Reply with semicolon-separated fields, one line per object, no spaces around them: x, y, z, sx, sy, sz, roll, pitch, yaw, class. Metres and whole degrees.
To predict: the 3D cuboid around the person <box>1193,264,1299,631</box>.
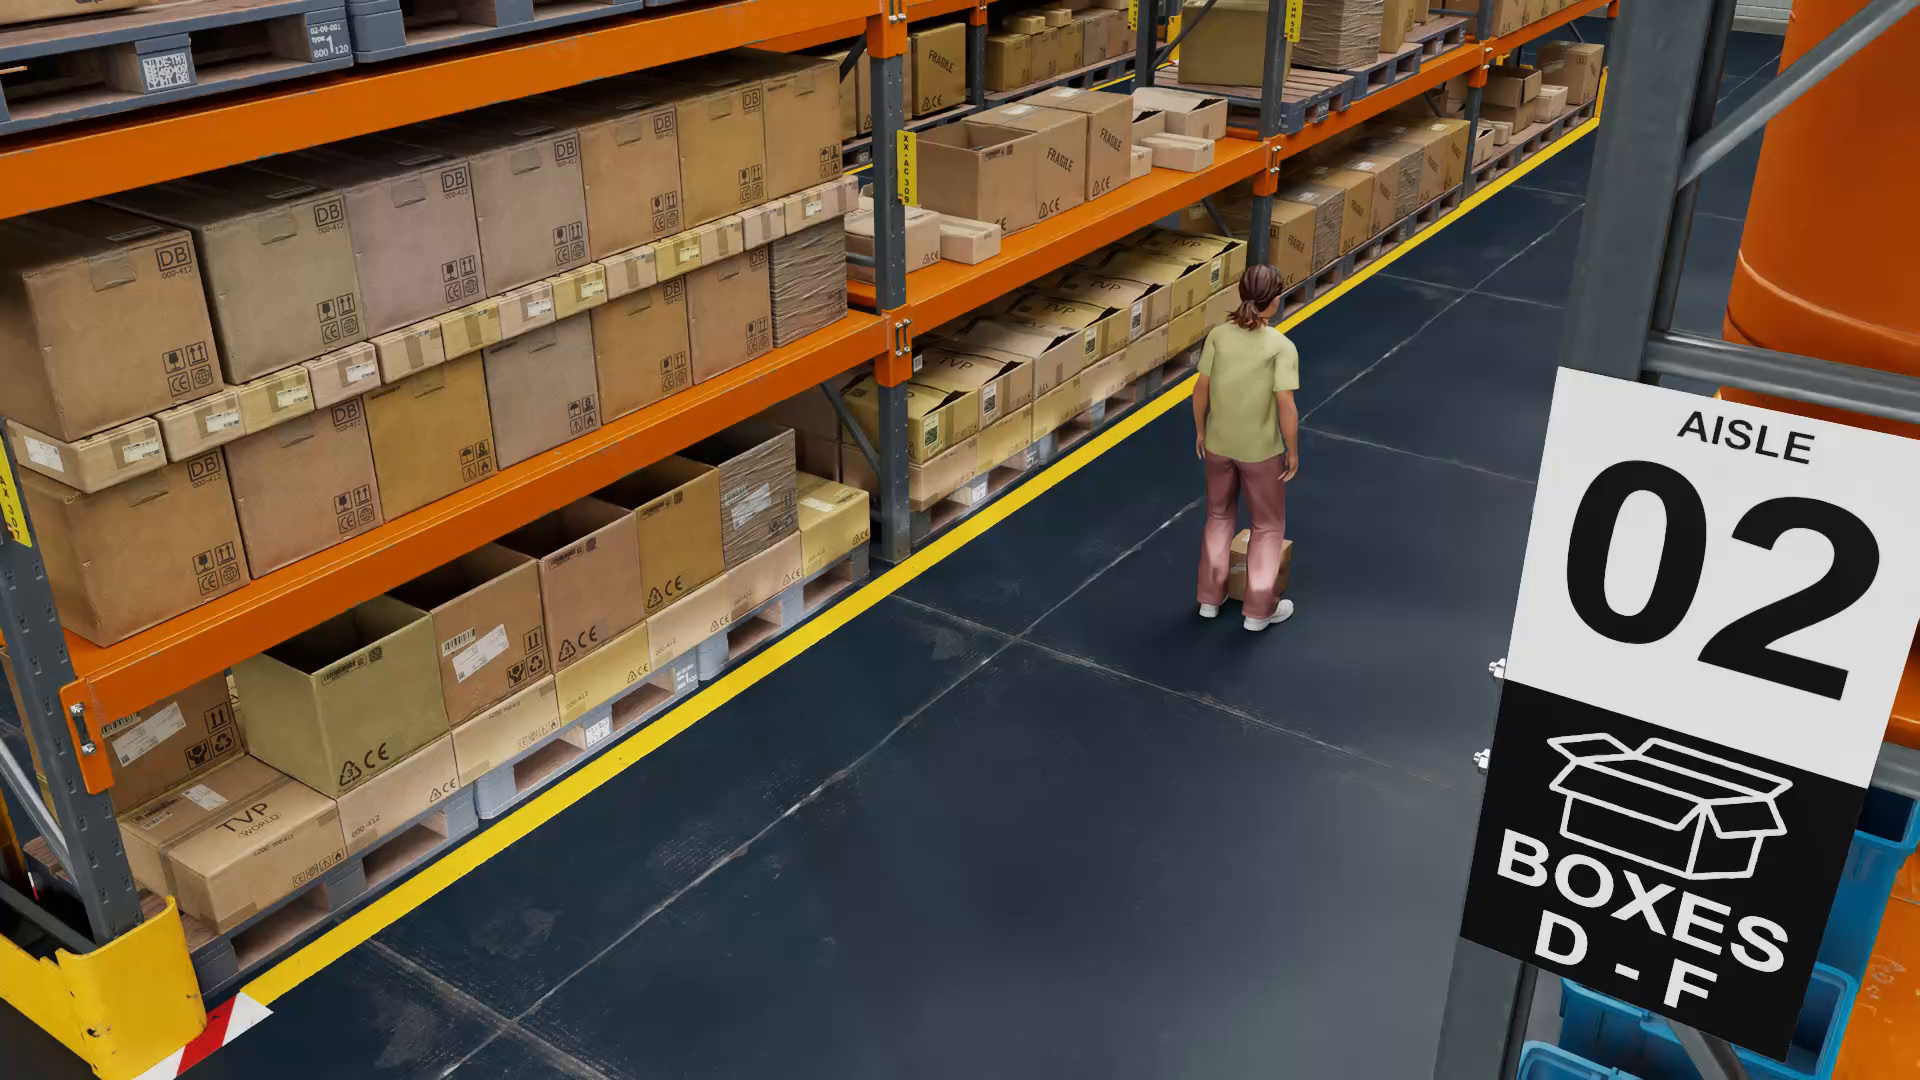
1.275;-0.406;7.414;0.500;1.673;0.353;17;32;30;person
